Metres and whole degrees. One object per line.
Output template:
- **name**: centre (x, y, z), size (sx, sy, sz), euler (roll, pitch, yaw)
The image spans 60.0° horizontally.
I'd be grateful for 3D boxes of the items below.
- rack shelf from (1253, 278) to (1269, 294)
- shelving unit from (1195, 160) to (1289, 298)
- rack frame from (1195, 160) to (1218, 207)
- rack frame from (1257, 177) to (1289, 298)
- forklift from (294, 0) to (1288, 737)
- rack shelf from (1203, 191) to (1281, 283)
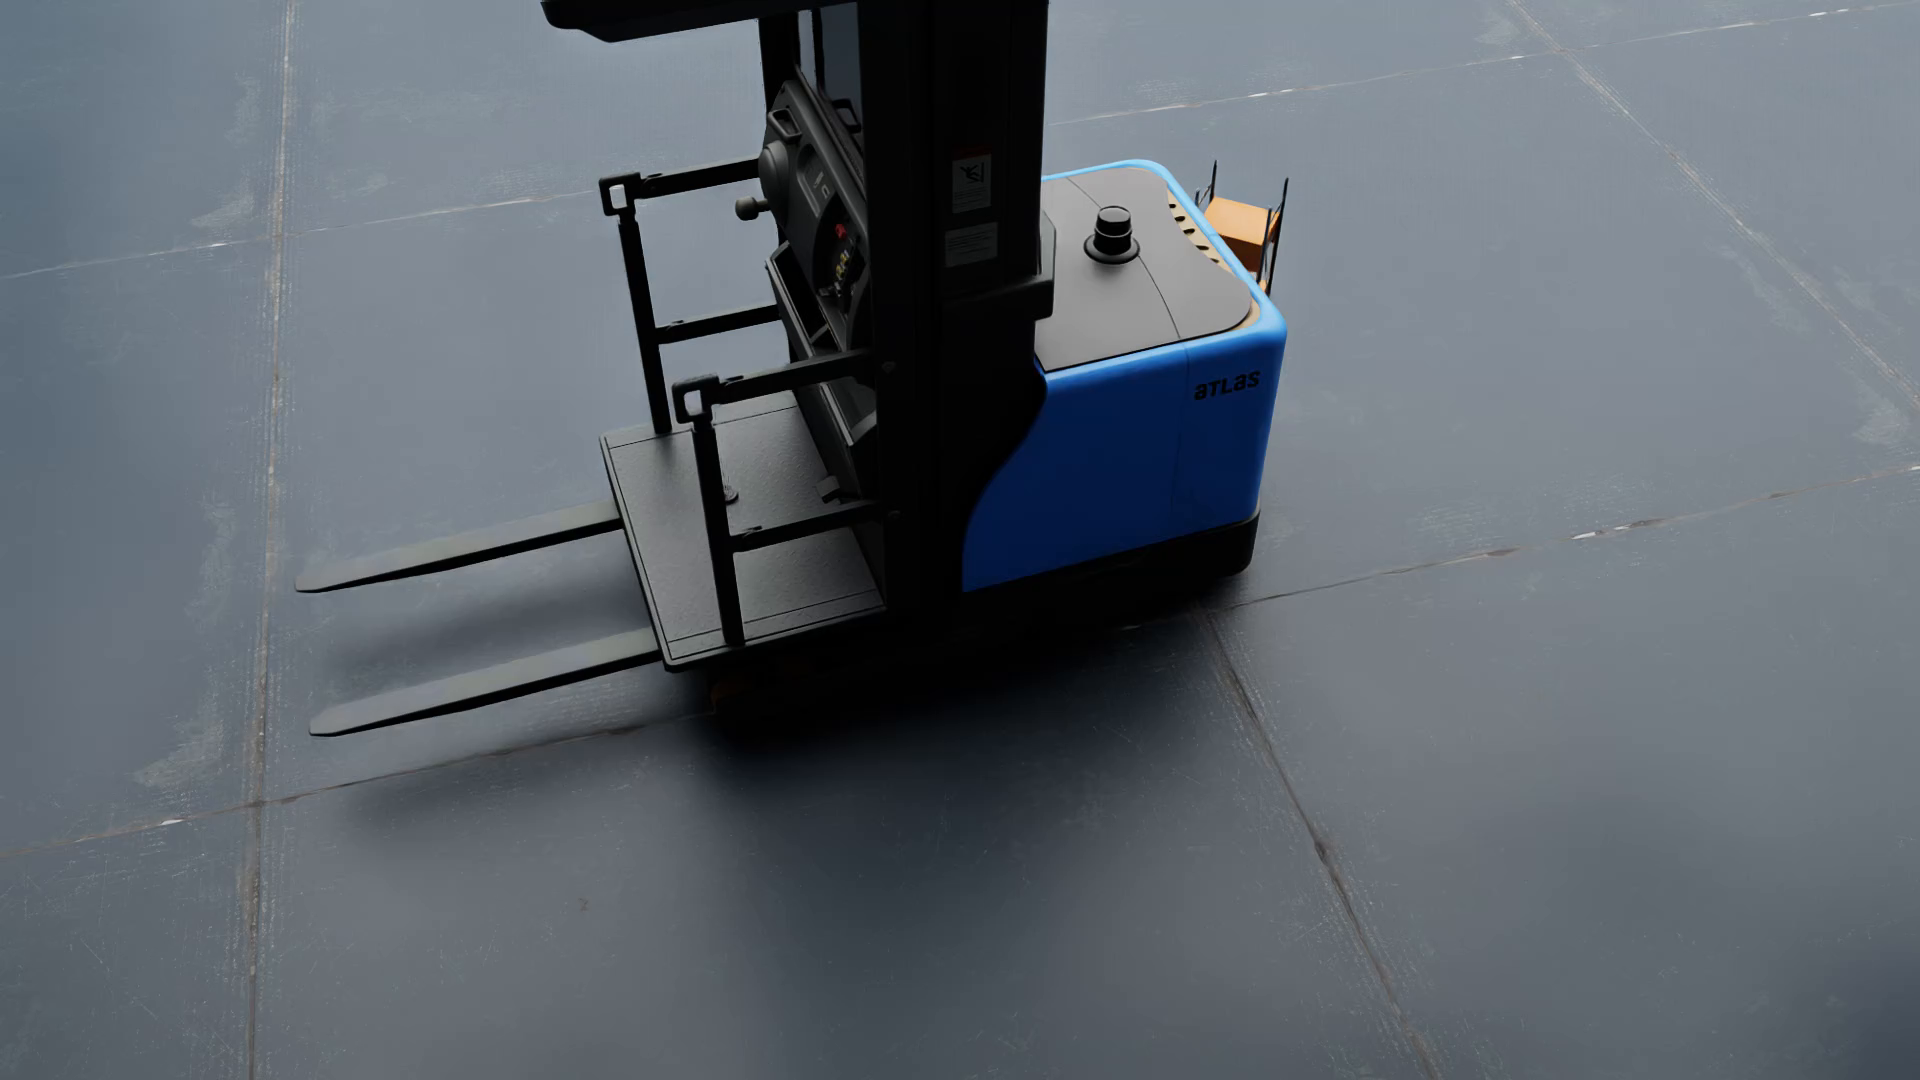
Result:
- **rack shelf**: centre (0.922, -0.784, 5.798), size (0.240, 0.259, 0.215), euler (18, 49, 17)
- **shelving unit**: centre (0.922, -0.792, 5.790), size (0.252, 1.050, 0.215), euler (18, 49, 17)
- **rack frame**: centre (0.811, -0.828, 5.826), size (0.008, 1.050, 0.200), euler (18, 49, 17)
- **rack frame**: centre (1.032, -0.755, 5.755), size (0.008, 1.050, 0.200), euler (18, 49, 17)
- **forklift**: centre (-0.590, -0.880, 4.560), size (3.031, 2.935, 1.130), euler (-14, 47, -13)
- **rack shelf**: centre (0.921, -0.982, 5.594), size (0.240, 0.259, 0.215), euler (18, 49, 17)
